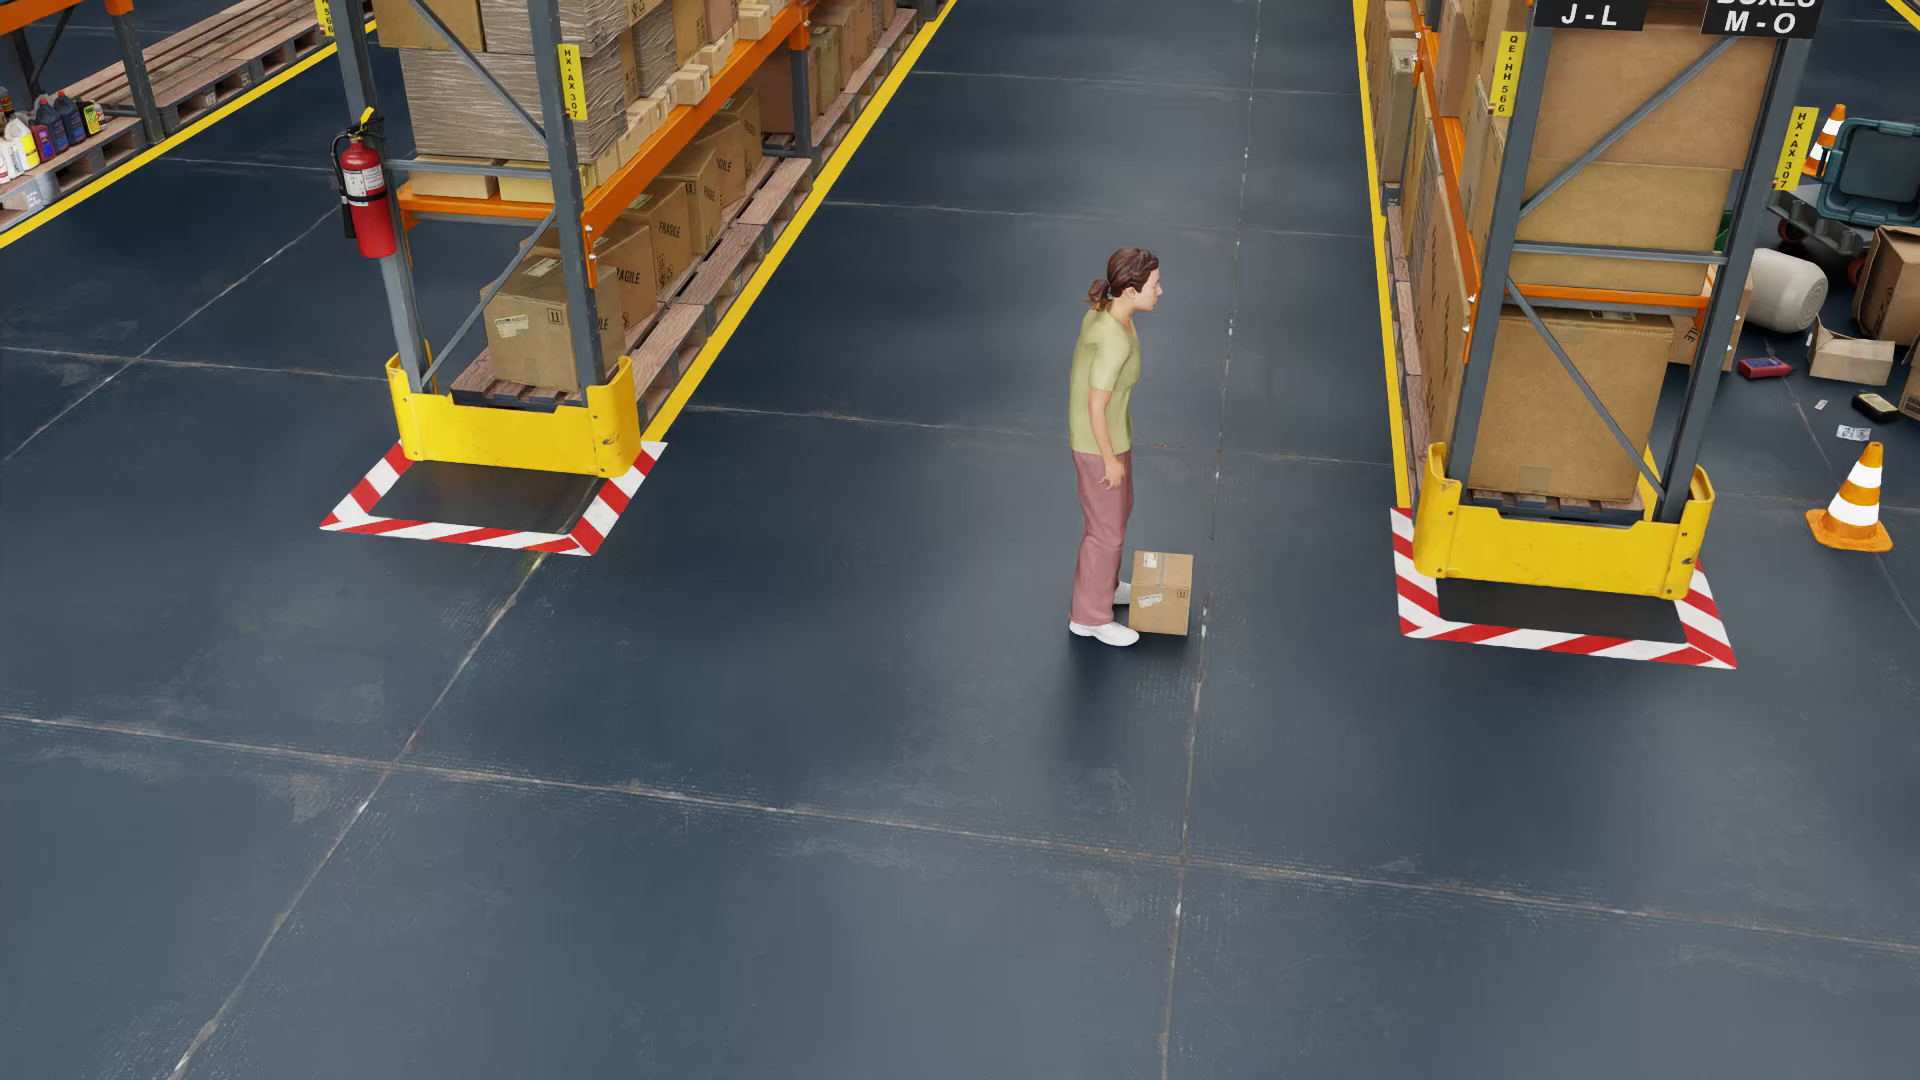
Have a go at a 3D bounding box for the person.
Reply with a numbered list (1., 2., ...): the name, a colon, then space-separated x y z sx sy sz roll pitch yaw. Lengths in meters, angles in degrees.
1. person: 0.616 -0.396 6.761 0.358 1.673 0.520 4 33 6
